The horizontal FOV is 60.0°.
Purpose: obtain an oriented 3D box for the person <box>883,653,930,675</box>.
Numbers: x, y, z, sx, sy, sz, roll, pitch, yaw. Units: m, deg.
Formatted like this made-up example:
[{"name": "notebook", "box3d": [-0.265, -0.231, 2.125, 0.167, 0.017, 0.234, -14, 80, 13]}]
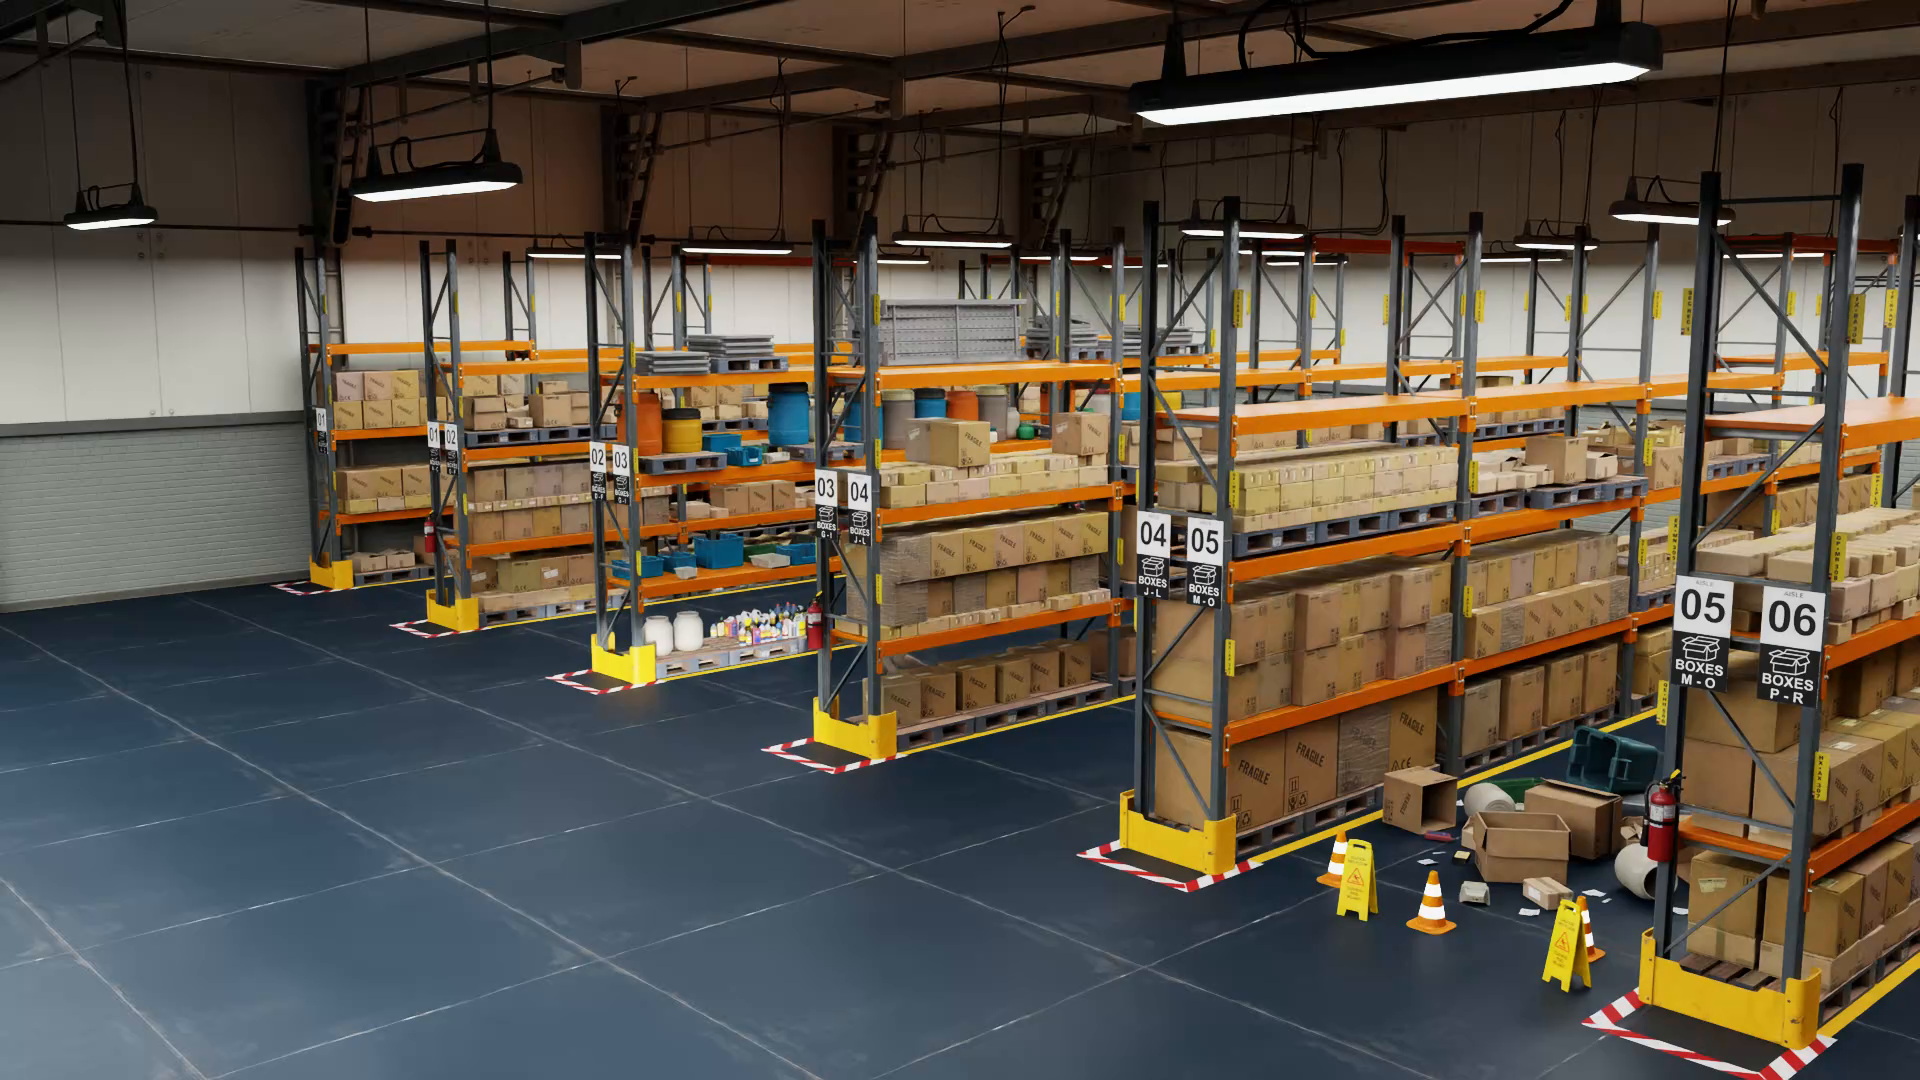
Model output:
[{"name": "person", "box3d": [-0.733, 1.147, 21.814, 0.669, 1.699, 0.596, -4, 9, -25]}]
